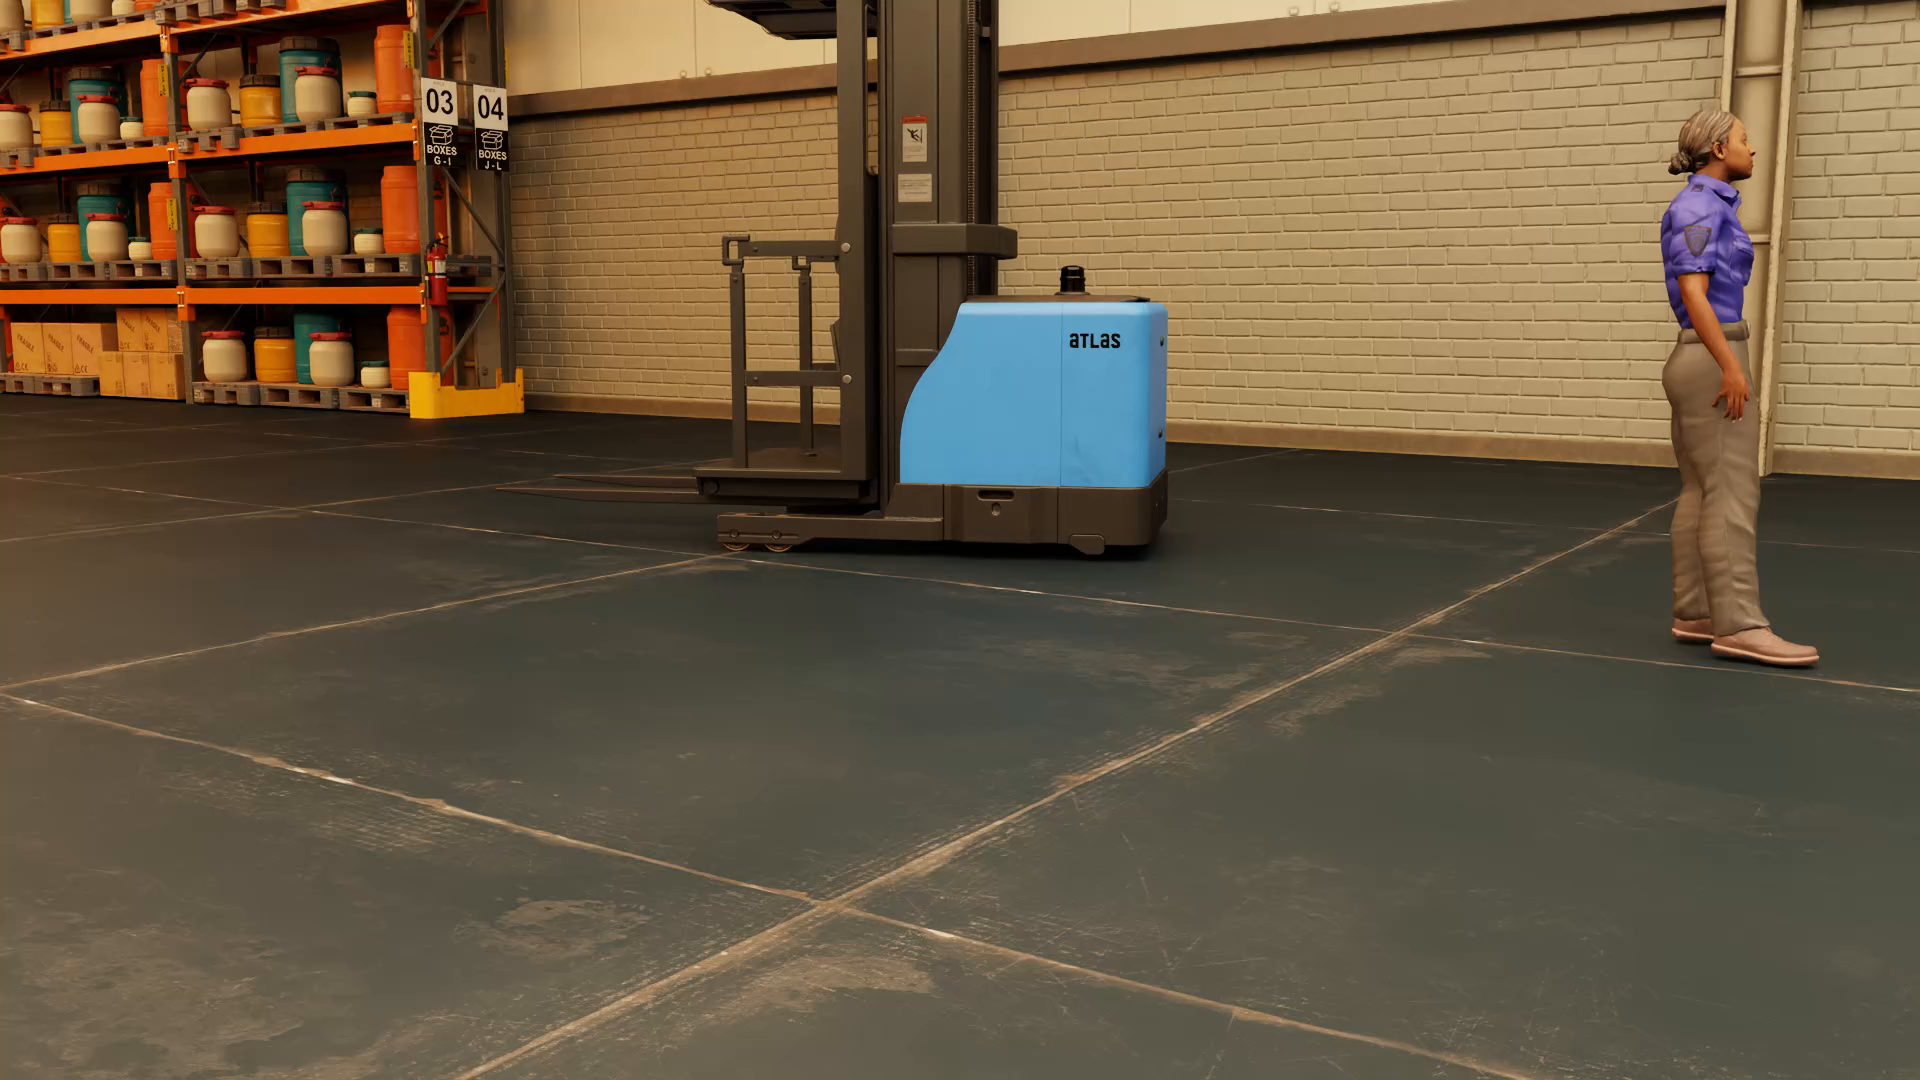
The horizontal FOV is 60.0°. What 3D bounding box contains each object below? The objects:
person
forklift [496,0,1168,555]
[{"bbox_3d":[2.402,-0.489,5.118,0.504,1.654,0.569,3,9,23],"label":"person"},{"bbox_3d":[-0.596,-1.469,7.520,3.031,2.935,1.130,2,8,12],"label":"forklift"}]
